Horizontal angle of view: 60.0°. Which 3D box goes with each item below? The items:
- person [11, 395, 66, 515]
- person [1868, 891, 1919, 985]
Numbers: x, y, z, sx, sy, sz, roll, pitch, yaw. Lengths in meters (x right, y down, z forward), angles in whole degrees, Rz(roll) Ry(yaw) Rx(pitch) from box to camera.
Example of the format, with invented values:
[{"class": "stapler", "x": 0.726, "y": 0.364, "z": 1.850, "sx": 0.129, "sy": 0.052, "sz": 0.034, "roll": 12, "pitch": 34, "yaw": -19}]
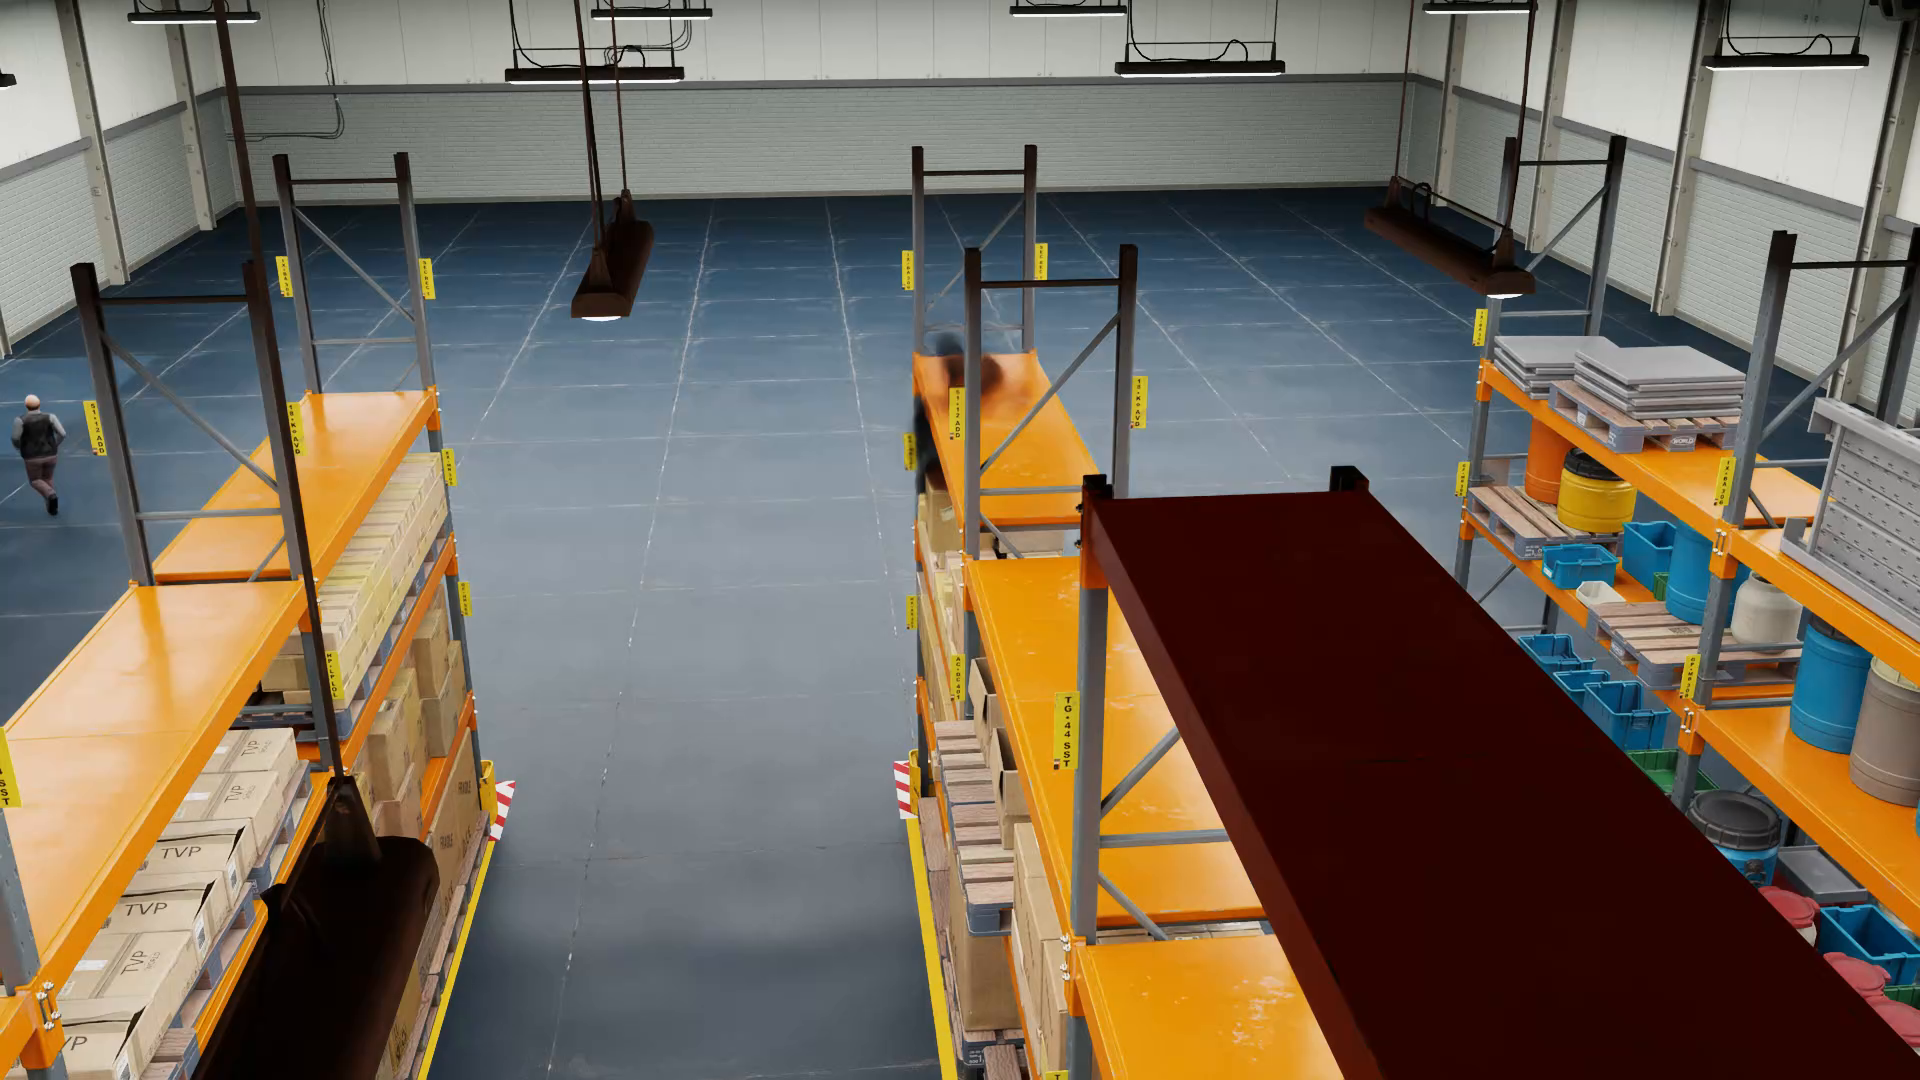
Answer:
[{"class": "person", "x": -12.241, "y": -1.104, "z": 22.172, "sx": 0.660, "sy": 1.694, "sz": 0.578, "roll": -19, "pitch": 29, "yaw": -40}, {"class": "person", "x": 6.961, "y": 2.759, "z": 12.276, "sx": 0.630, "sy": 1.728, "sz": 0.733, "roll": -5, "pitch": 22, "yaw": -12}]
